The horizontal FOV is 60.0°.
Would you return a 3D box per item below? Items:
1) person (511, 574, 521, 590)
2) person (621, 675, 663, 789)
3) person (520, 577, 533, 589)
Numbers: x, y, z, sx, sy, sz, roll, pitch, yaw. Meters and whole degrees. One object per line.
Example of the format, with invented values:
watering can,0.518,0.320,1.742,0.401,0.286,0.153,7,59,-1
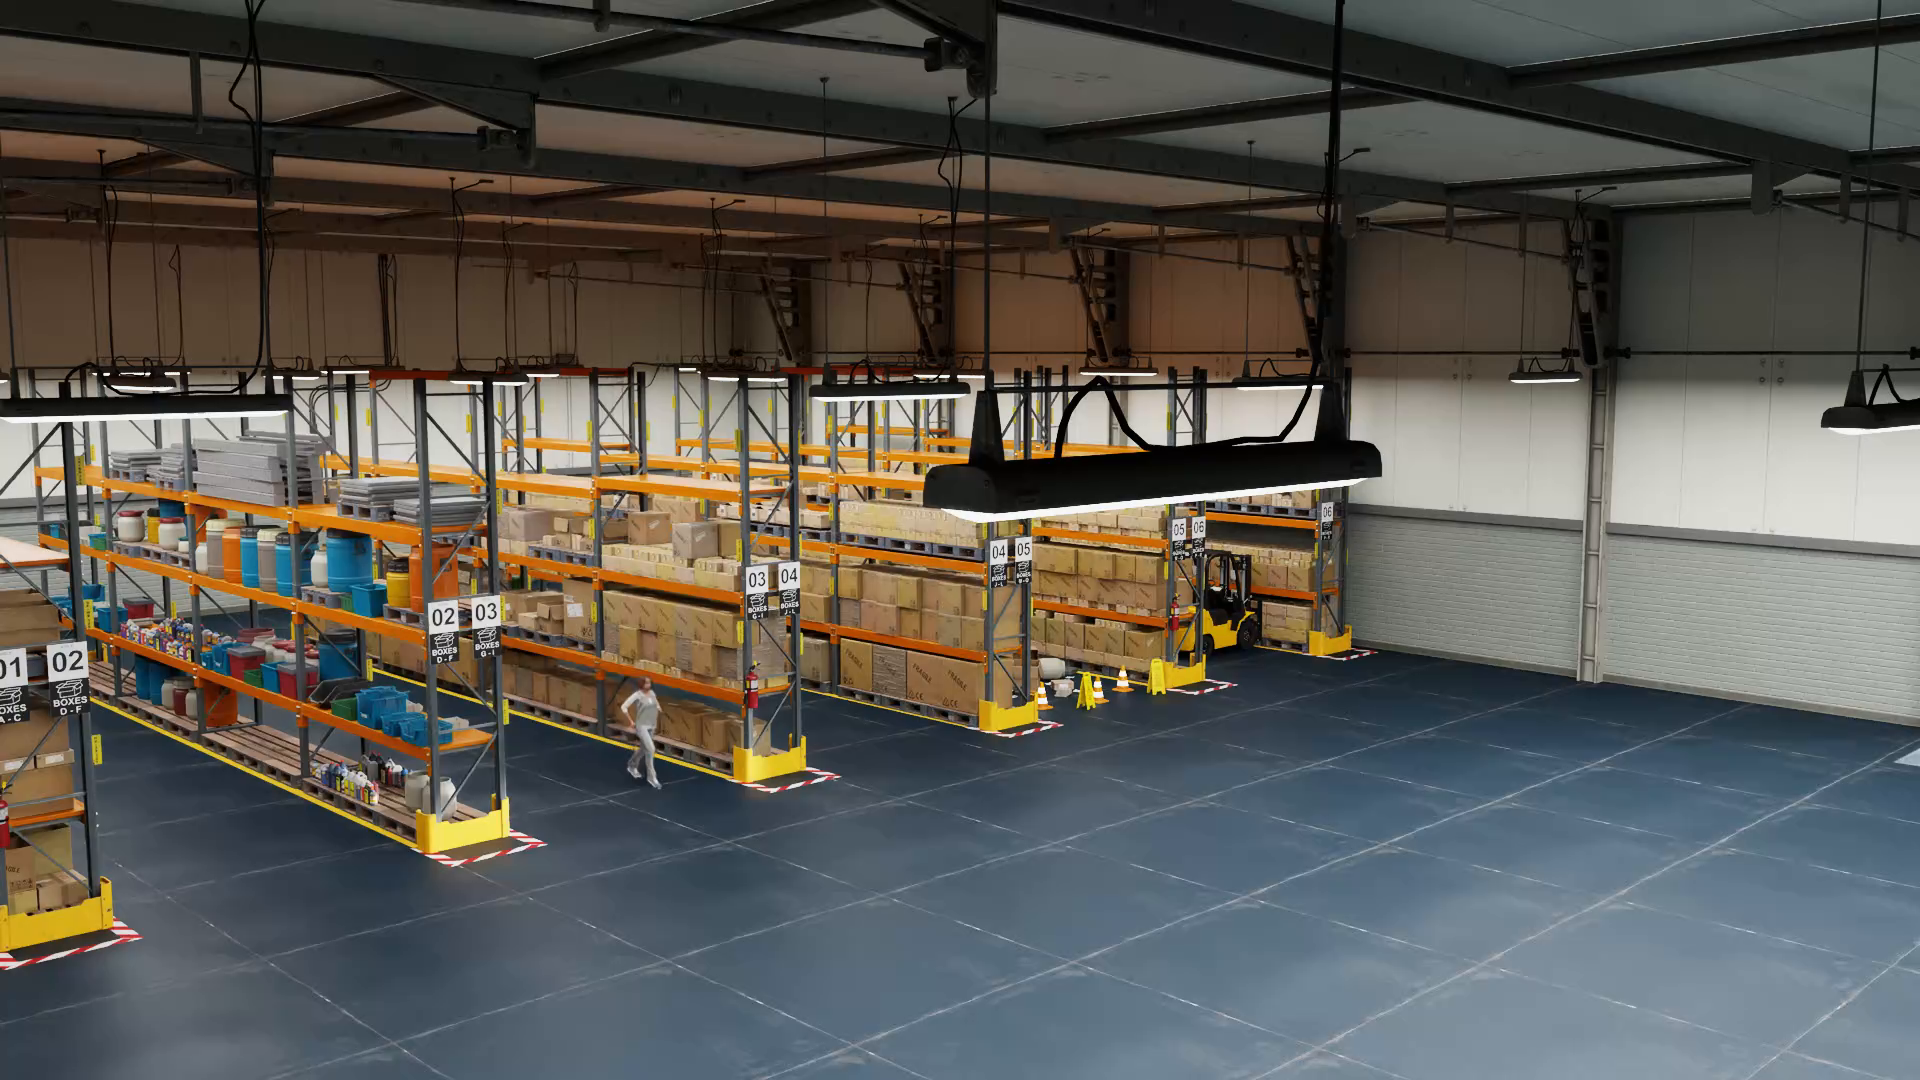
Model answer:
person,-10.951,0.887,40.898,0.803,1.745,0.688,-1,6,-6
person,-4.636,2.794,24.362,0.759,1.608,0.520,4,8,32
person,-10.714,0.876,41.062,0.573,1.656,0.590,-5,8,-39
